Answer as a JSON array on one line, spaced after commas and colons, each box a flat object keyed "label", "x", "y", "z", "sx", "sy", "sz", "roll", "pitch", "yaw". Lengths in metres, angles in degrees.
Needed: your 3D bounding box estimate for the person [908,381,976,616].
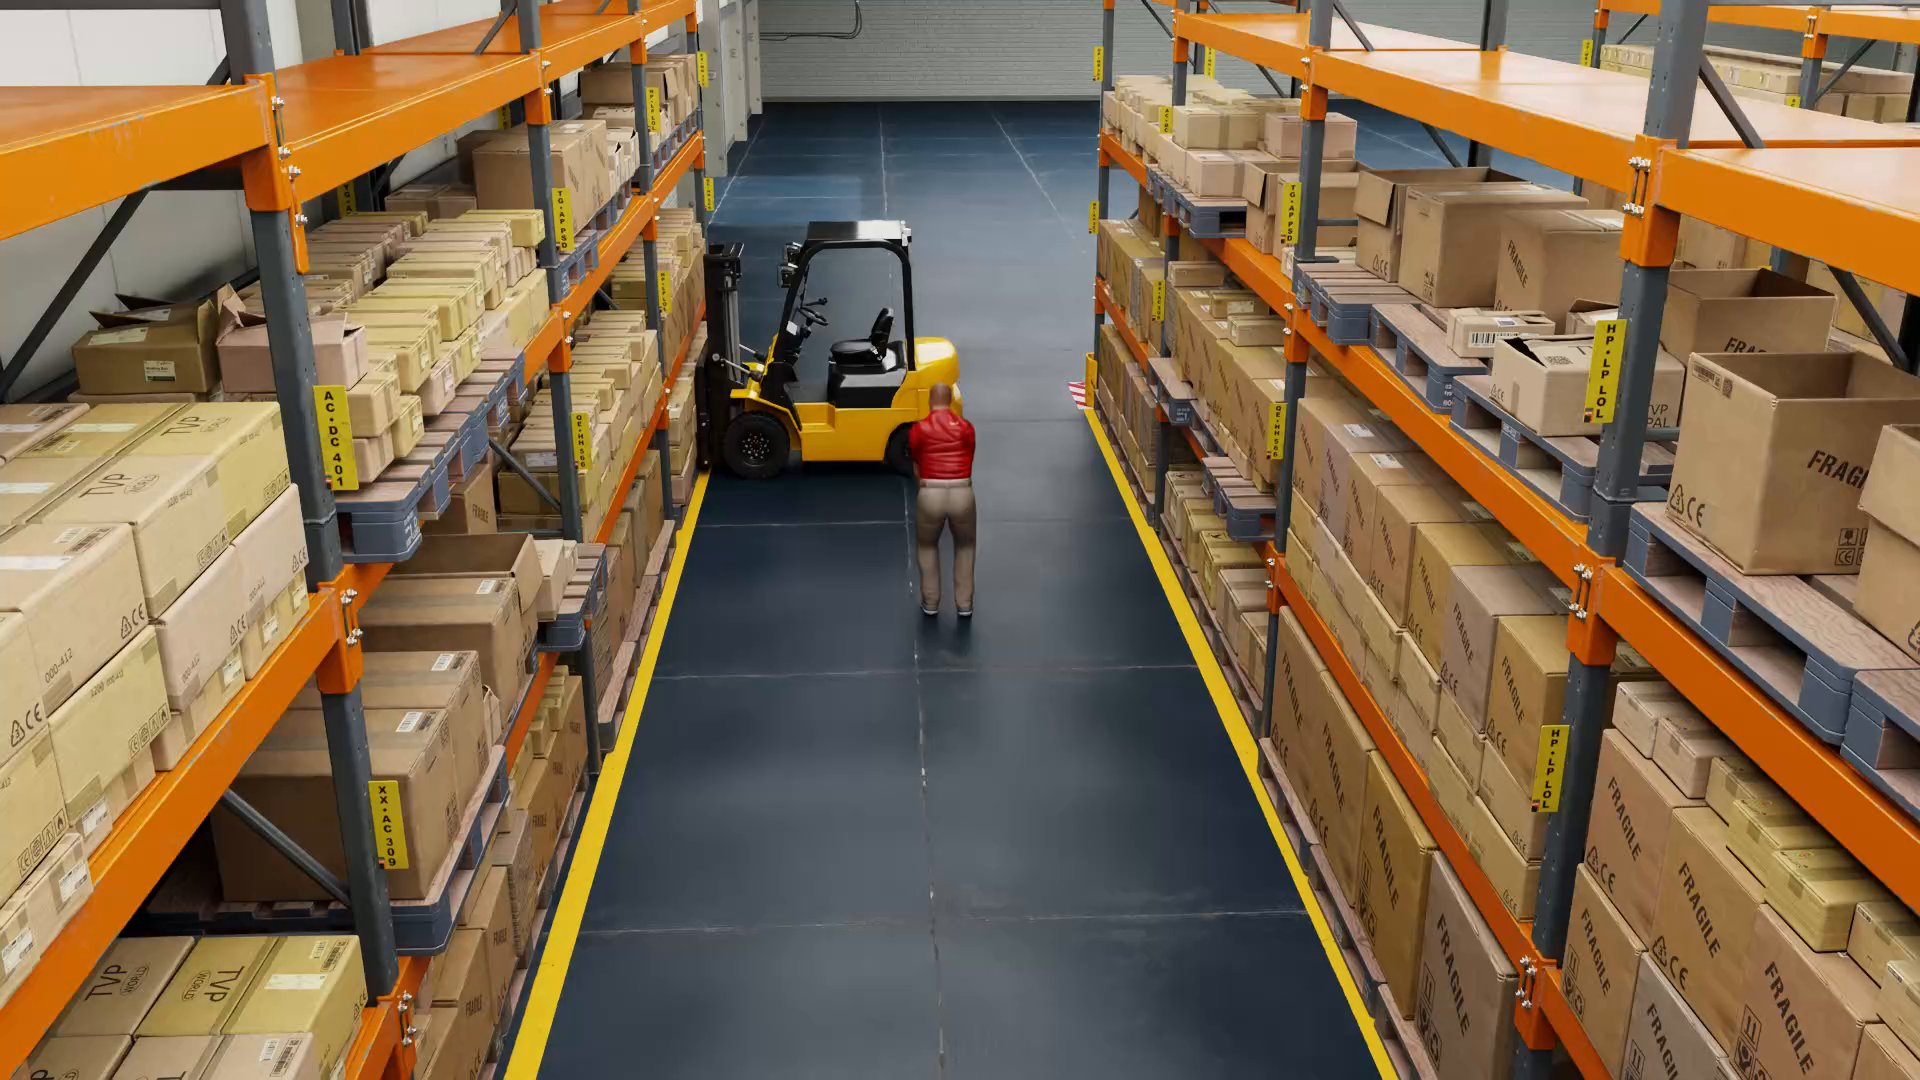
[{"label": "person", "x": -0.127, "y": -0.300, "z": 11.966, "sx": 0.482, "sy": 1.701, "sz": 0.578, "roll": -1, "pitch": 20, "yaw": -4}]
